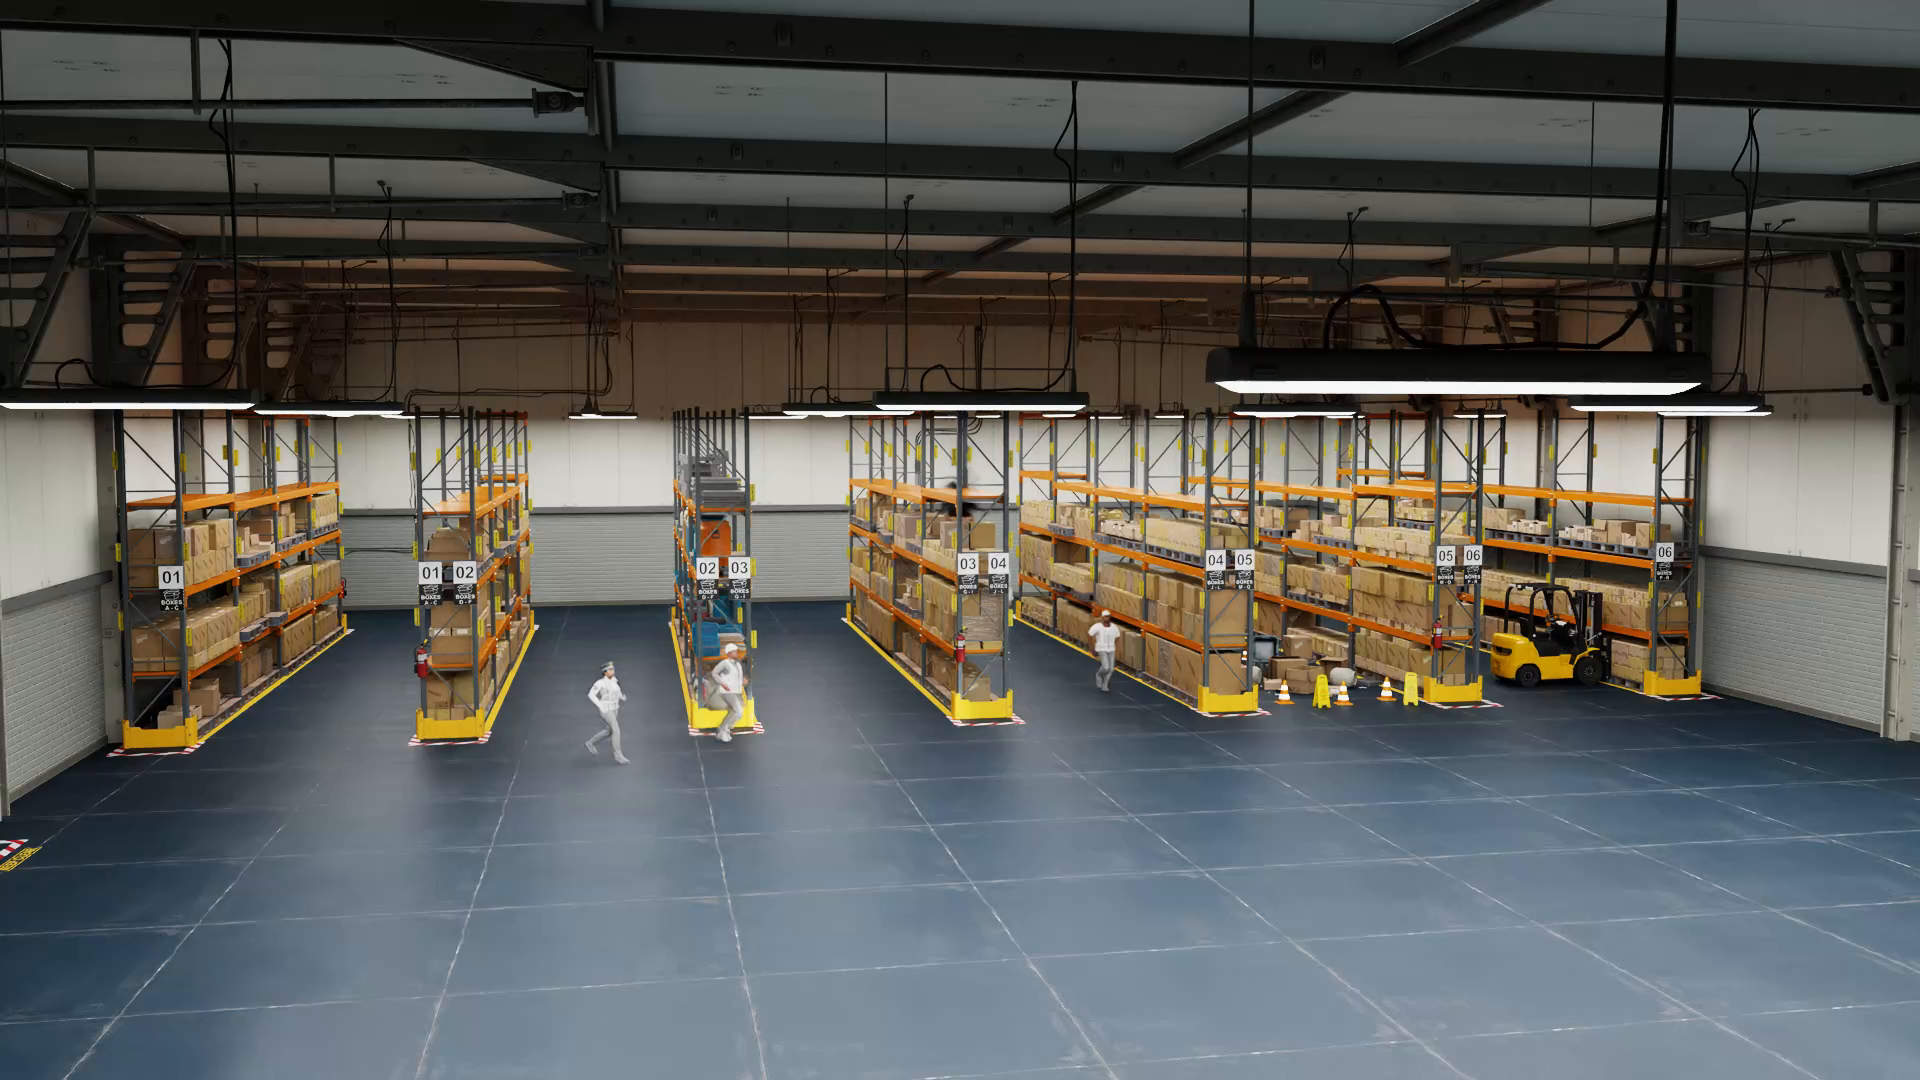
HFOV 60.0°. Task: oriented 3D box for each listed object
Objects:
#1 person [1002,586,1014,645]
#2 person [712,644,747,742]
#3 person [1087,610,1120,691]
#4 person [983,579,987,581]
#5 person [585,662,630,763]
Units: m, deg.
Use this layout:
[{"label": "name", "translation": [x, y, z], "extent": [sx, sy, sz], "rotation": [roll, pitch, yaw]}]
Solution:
[{"label": "person", "translation": [1.026, 1.792, 42.873], "extent": [0.703, 1.805, 0.965], "rotation": [-1, 4, -9]}, {"label": "person", "translation": [-4.090, 2.727, 29.789], "extent": [0.591, 1.743, 0.682], "rotation": [2, 4, 23]}, {"label": "person", "translation": [3.098, 2.349, 35.177], "extent": [0.690, 1.720, 0.597], "rotation": [-1, 4, -20]}, {"label": "person", "translation": [0.434, 1.470, 48.204], "extent": [0.743, 1.638, 0.722], "rotation": [0, 4, 6]}, {"label": "person", "translation": [-5.938, 2.888, 28.044], "extent": [0.836, 1.710, 0.604], "rotation": [2, 4, 21]}]
